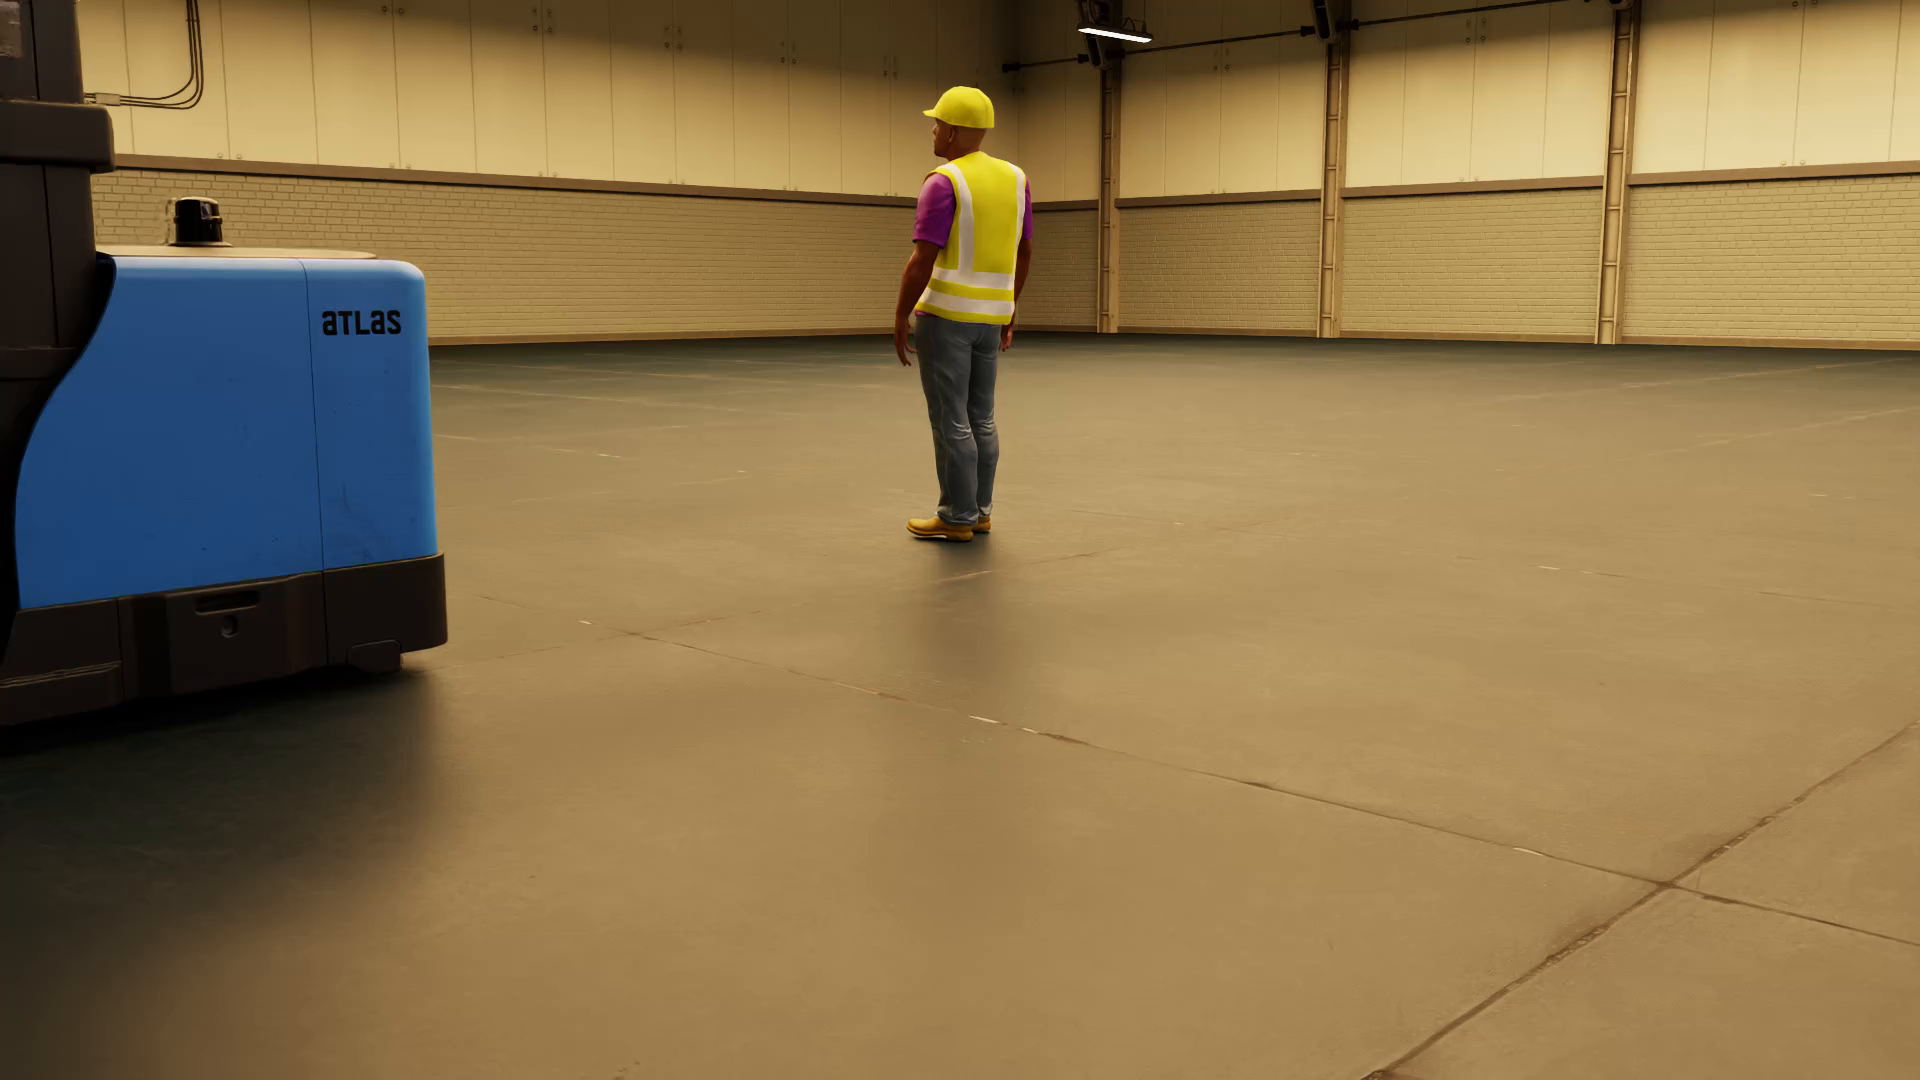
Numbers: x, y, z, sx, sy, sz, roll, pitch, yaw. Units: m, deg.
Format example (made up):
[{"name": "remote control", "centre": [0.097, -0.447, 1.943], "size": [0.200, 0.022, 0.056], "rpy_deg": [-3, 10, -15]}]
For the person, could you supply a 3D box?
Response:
[{"name": "person", "centre": [-0.047, -0.888, 6.637], "size": [0.575, 1.768, 0.666], "rpy_deg": [8, 12, 43]}]

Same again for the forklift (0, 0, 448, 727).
[{"name": "forklift", "centre": [-2.726, -0.991, 3.451], "size": [1.130, 2.935, 3.031], "rpy_deg": [8, 11, 42]}]
